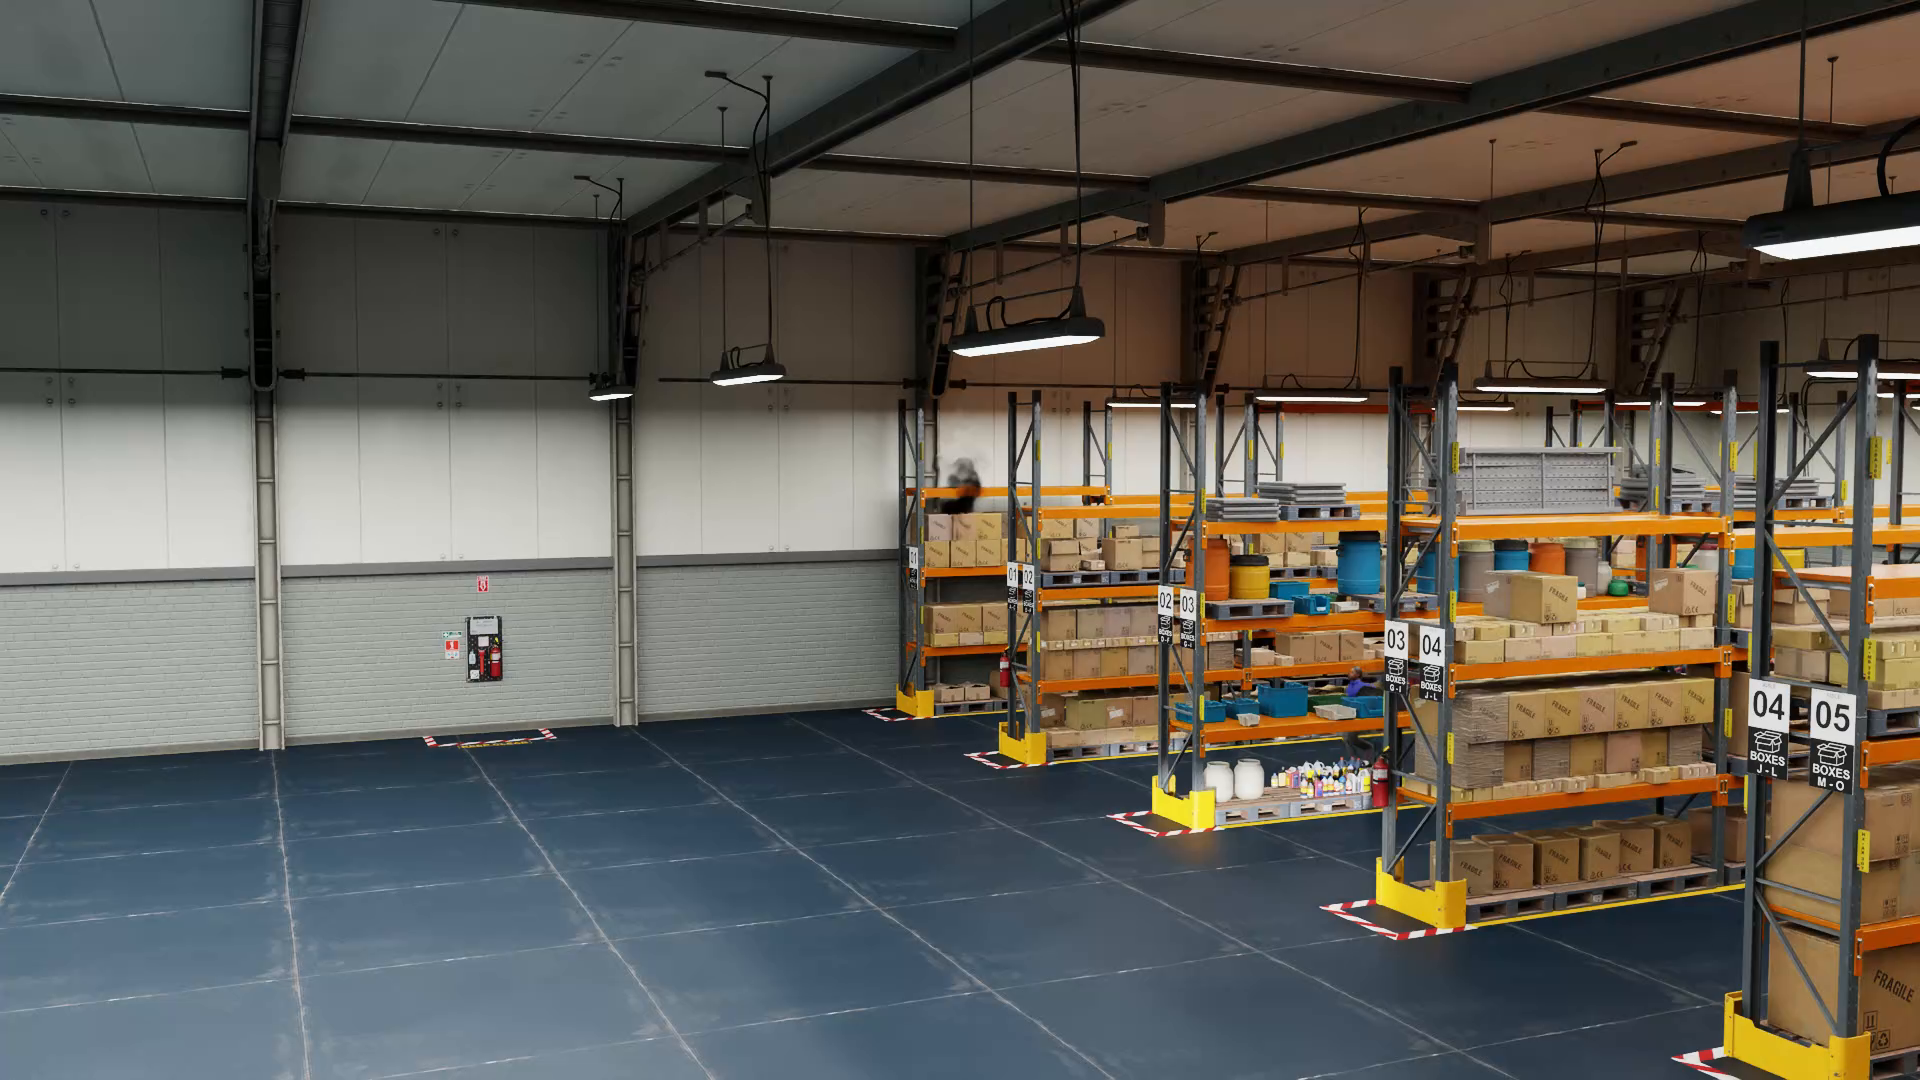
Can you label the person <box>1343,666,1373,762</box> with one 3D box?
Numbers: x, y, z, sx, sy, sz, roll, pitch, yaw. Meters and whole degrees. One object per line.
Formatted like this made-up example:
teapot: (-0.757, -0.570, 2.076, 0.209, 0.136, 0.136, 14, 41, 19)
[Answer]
person: (6.334, 2.816, 26.469, 0.513, 1.626, 0.575, -2, 4, -25)
